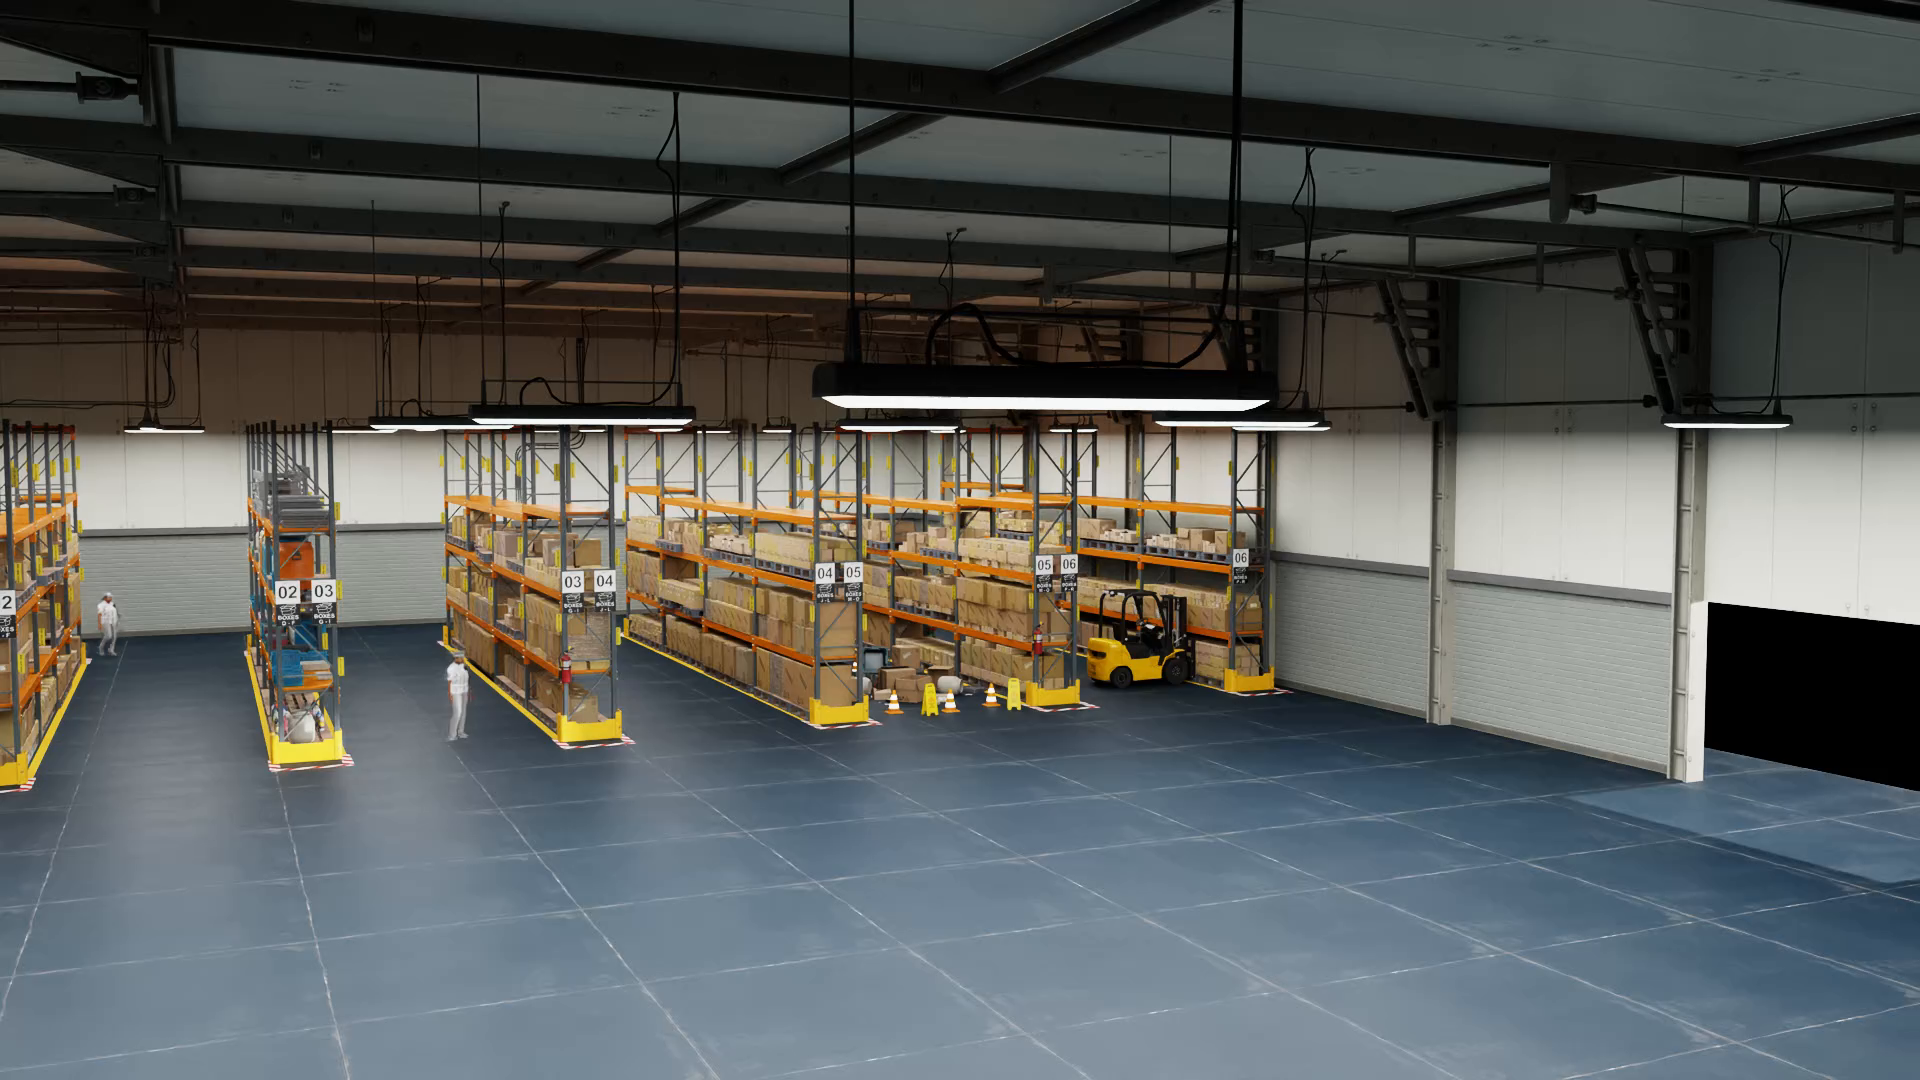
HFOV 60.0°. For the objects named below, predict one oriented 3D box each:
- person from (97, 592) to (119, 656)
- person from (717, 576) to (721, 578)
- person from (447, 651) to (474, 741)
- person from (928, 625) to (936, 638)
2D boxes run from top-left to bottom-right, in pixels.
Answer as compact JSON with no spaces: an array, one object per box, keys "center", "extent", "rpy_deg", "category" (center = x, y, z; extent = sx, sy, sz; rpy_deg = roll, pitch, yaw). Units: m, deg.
[{"center":[-22.090,2.180,43.156],"extent":[0.461,1.658,0.501],"rpy_deg":[1,4,22],"category":"person"},{"center":[-7.024,1.887,48.254],"extent":[0.551,1.669,0.313],"rpy_deg":[3,5,44],"category":"person"},{"center":[-9.498,2.956,31.482],"extent":[0.368,1.733,0.541],"rpy_deg":[2,4,23],"category":"person"},{"center":[-0.861,1.929,46.549],"extent":[0.599,1.777,0.867],"rpy_deg":[0,4,6],"category":"person"}]
